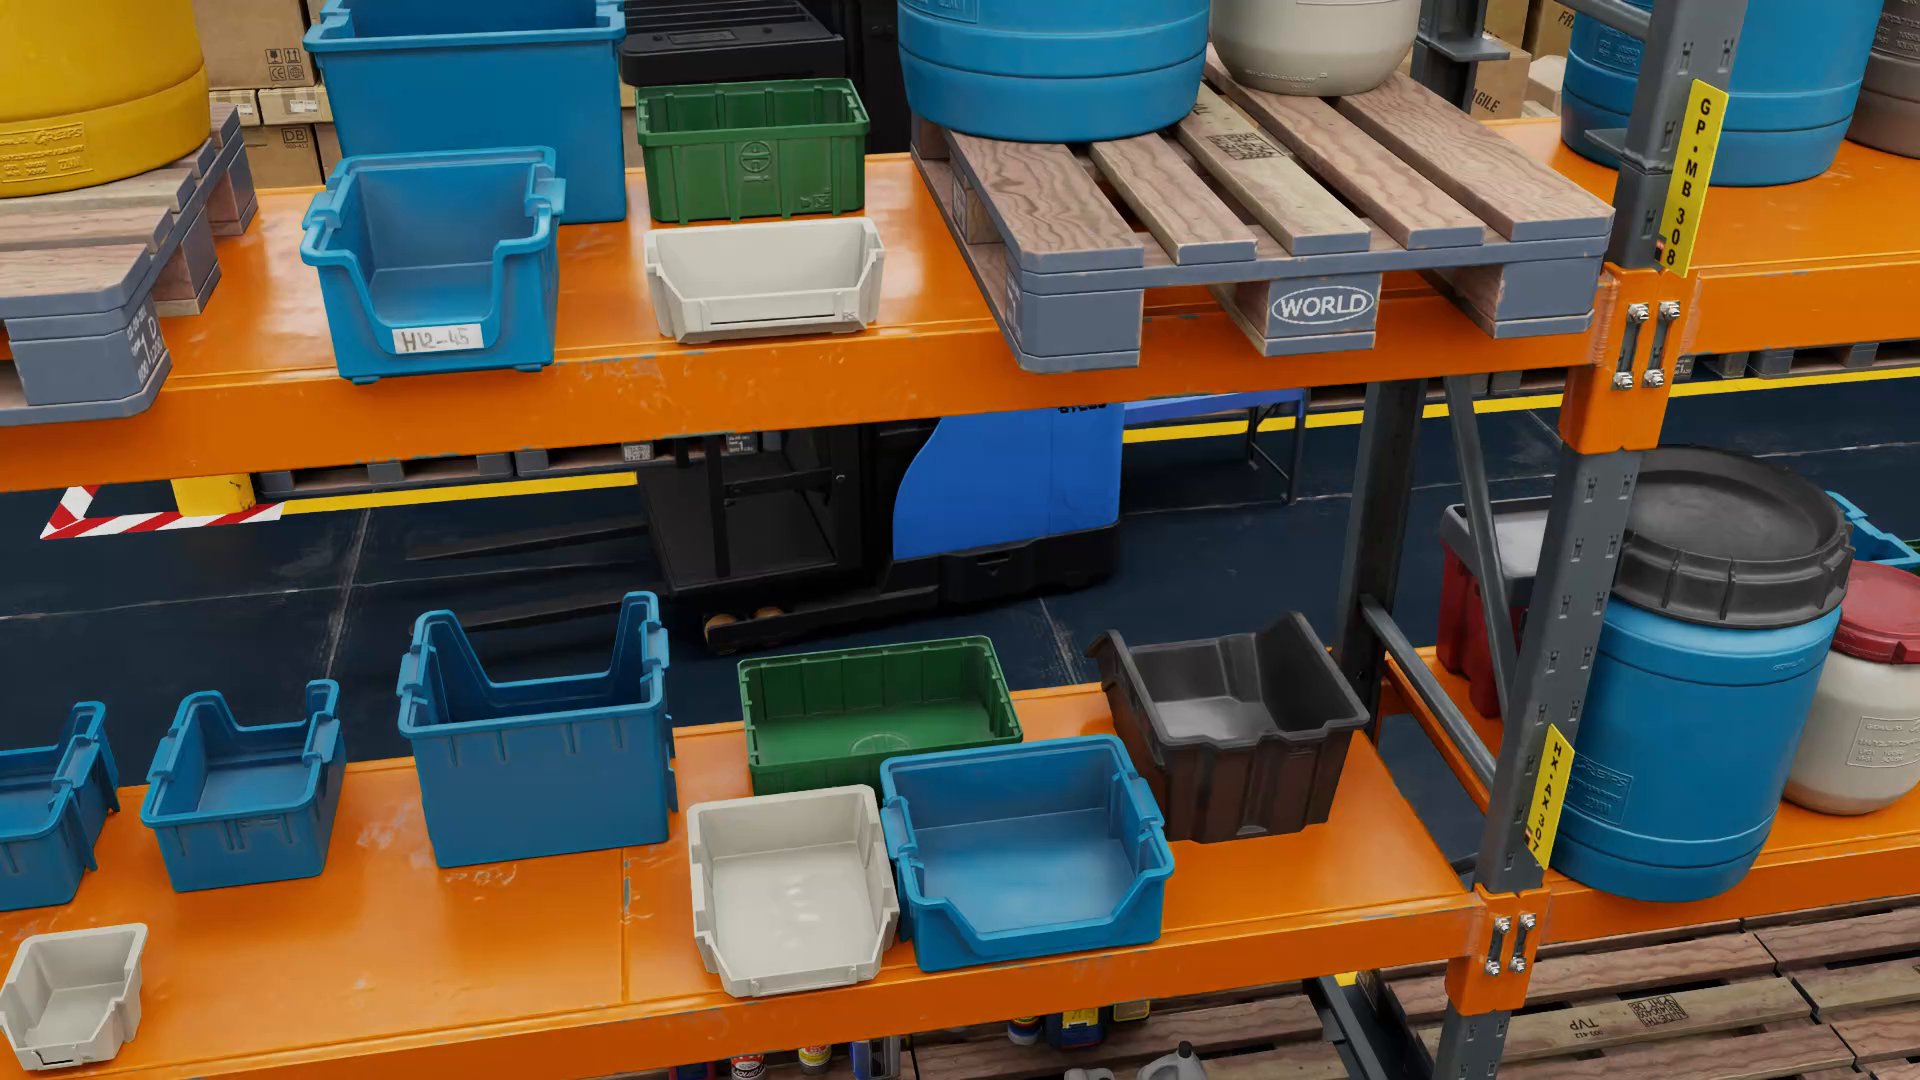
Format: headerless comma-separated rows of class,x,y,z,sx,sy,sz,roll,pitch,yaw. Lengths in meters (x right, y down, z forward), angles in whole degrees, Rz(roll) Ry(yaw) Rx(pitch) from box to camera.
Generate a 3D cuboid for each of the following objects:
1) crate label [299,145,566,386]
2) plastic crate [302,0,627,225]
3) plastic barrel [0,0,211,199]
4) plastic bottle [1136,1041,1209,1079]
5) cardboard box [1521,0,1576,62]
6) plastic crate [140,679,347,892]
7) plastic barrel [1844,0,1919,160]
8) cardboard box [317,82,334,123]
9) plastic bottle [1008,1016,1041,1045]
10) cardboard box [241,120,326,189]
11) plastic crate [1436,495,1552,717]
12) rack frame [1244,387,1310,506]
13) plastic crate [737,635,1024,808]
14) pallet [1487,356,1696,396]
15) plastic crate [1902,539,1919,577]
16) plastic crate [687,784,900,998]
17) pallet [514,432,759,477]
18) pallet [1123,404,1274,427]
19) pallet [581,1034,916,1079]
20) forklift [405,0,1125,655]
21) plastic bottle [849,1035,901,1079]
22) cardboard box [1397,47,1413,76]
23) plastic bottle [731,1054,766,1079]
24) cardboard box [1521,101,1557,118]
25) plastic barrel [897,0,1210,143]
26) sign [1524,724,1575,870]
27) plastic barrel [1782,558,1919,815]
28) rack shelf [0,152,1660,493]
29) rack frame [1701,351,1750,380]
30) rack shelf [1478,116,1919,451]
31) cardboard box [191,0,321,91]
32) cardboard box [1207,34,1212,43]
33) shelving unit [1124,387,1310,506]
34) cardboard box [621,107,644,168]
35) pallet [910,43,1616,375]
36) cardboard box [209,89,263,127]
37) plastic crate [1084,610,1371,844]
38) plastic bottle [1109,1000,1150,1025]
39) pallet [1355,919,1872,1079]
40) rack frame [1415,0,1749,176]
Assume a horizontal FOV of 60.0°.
crate label,-0.857,-0.472,2.780,0.408,0.251,0.502,-5,31,-9
plastic crate,-0.936,-0.847,3.288,0.575,0.384,0.392,-5,31,-9
plastic barrel,-1.659,-0.959,2.863,0.600,0.588,0.600,0,30,0
plastic bottle,0.569,1.481,4.451,0.185,0.351,0.144,-5,31,-9
cardboard box,4.937,-4.239,13.707,0.750,0.750,0.750,-5,31,-9
plastic crate,-1.680,0.576,3.958,0.408,0.251,0.499,-5,31,-9
plastic barrel,2.281,-1.325,3.591,0.600,0.901,0.600,0,30,0
cardboard box,-2.717,-2.005,7.463,0.250,0.149,0.380,-5,31,-9
plastic bottle,0.187,1.325,4.795,0.097,0.271,0.097,0,30,0
cardboard box,-3.185,-1.786,7.729,0.500,0.500,0.700,-5,31,-9
plastic crate,1.598,0.174,4.432,0.583,0.464,0.402,-5,31,-9
rack frame,1.533,-0.933,7.857,0.032,1.500,0.500,-9,32,-15
plastic crate,-0.209,0.473,4.196,0.662,0.188,0.450,-5,31,-9
pallet,3.406,-1.179,9.547,1.213,0.211,1.003,-5,31,-9
plastic crate,2.839,0.190,4.677,0.662,0.188,0.450,-5,31,-9
plastic crate,-0.375,0.786,3.714,0.437,0.136,0.530,-5,31,-9
pallet,-1.704,-0.705,8.741,1.213,0.211,1.003,-5,31,-9
pallet,1.006,-0.957,9.169,1.213,0.211,1.003,-5,31,-9
pallet,-0.694,1.754,4.559,1.213,0.211,1.003,-5,31,-9
forklift,-0.865,-1.086,6.706,3.031,2.935,1.130,-9,32,-15
plastic bottle,-0.244,1.377,4.702,0.135,0.276,0.152,-5,31,-9
cardboard box,2.057,-2.271,8.554,0.500,0.500,0.500,-5,31,-9
plastic bottle,-0.600,1.432,4.682,0.097,0.201,0.097,0,30,0
cardboard box,2.979,-2.184,8.753,0.250,0.149,0.380,-3,31,-5
plastic barrel,0.178,-1.255,3.056,0.708,0.901,0.600,-5,31,-9
sign,1.265,0.554,3.575,0.005,0.325,0.100,-5,31,-9
plastic barrel,2.157,0.362,4.042,0.433,0.535,0.433,0,30,0
rack shelf,-0.791,-0.402,3.225,4.000,0.370,1.077,-5,31,-9
rack frame,4.223,-2.437,8.935,0.127,3.000,1.000,-5,31,-9
rack shelf,3.144,-0.767,3.846,4.000,0.370,1.077,-5,31,-9
cardboard box,-3.133,-2.350,7.409,0.500,0.500,0.700,-5,31,-9
cardboard box,2.100,-3.938,13.520,0.500,0.500,0.700,-5,31,-9
shelving unit,1.049,-0.855,7.724,1.048,1.500,0.538,-9,32,-15
cardboard box,-1.663,-1.929,7.972,0.500,0.500,0.700,-4,31,-7
pallet,0.485,-0.699,3.206,1.003,0.211,1.213,-5,31,-9
cardboard box,-3.222,-1.958,7.382,0.250,0.149,0.380,-6,31,-9
plastic crate,0.639,0.409,4.156,0.504,0.338,0.767,-5,31,-9
plastic bottle,0.491,1.286,4.849,0.133,0.283,0.061,-5,31,-9
pallet,1.942,1.509,4.975,1.213,0.211,1.003,-5,31,-9
rack frame,1.177,-2.188,2.593,0.127,3.000,1.000,-5,31,-9
